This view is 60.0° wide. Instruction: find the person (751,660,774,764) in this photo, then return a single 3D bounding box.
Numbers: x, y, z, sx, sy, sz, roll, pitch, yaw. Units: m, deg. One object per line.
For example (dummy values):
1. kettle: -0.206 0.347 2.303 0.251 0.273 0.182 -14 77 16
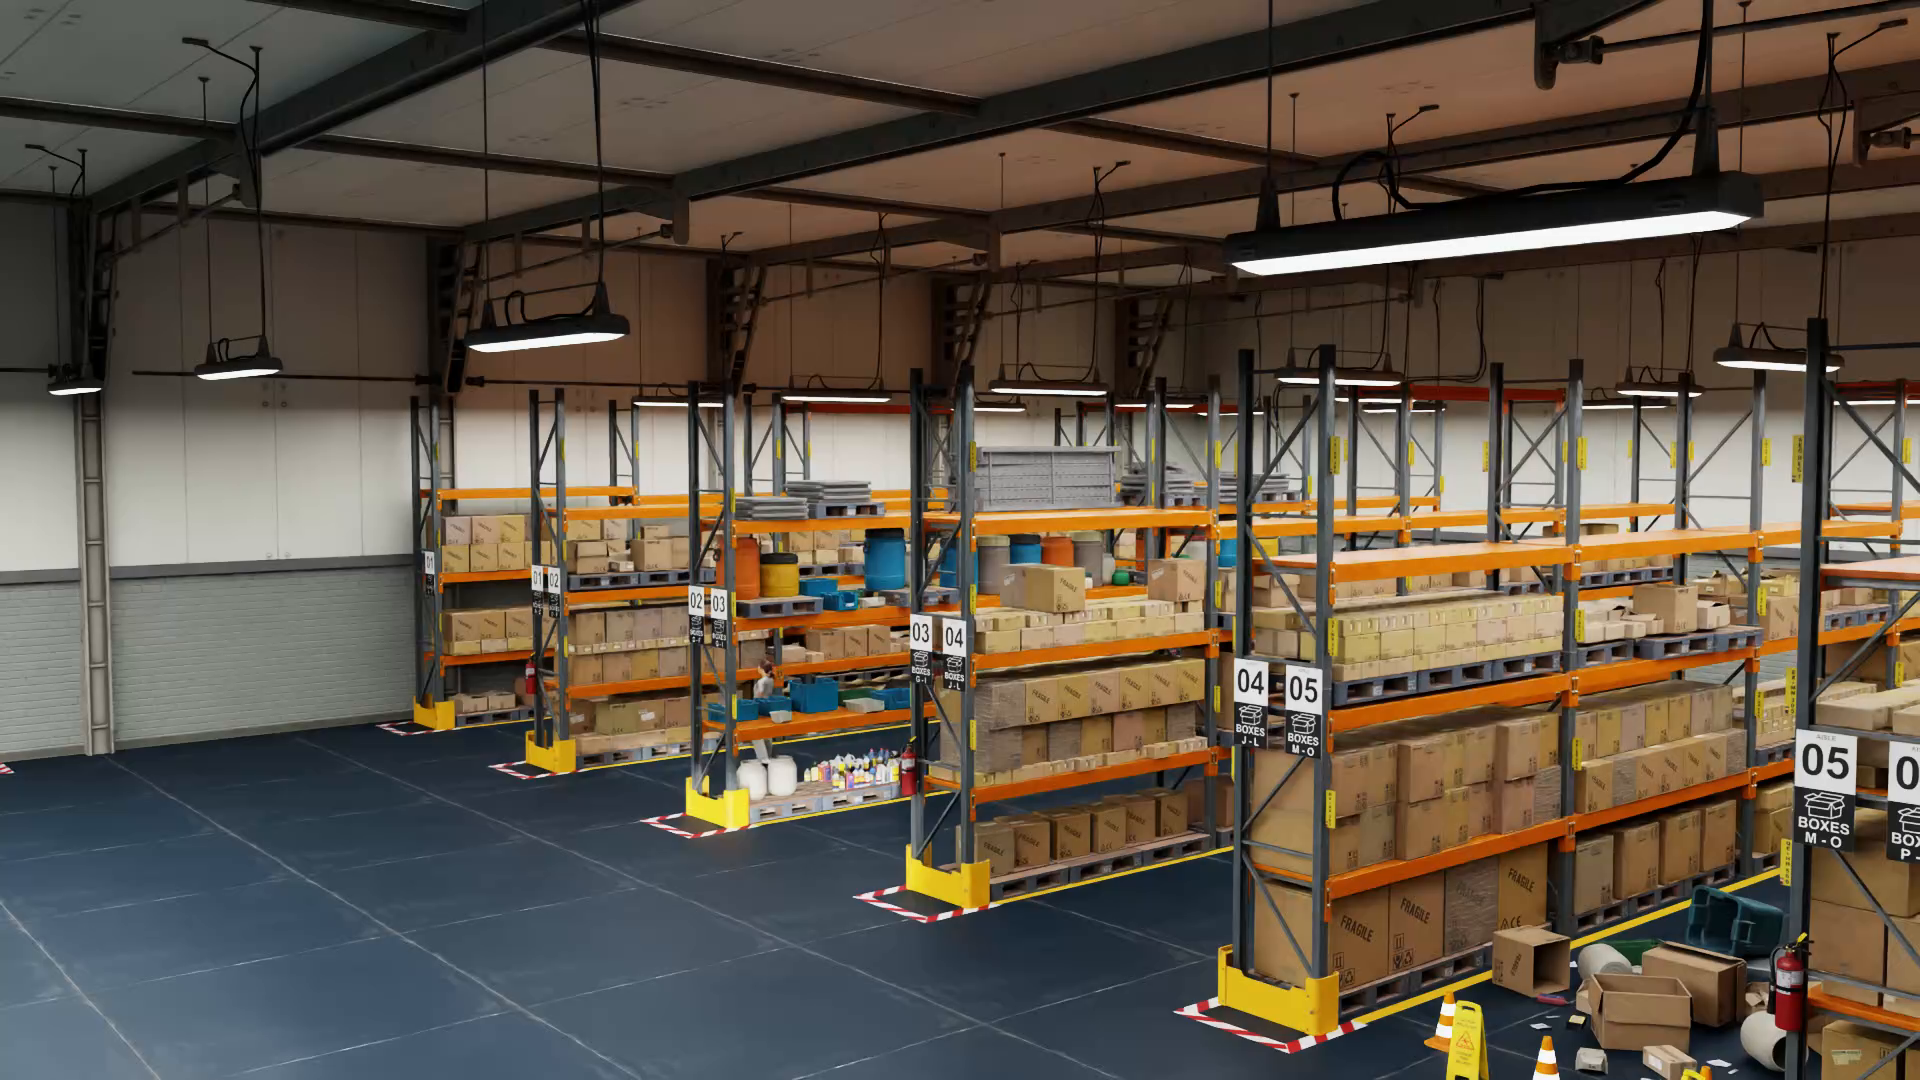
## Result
1. person: -3.150 2.766 26.578 0.385 1.699 0.475 1 4 20
